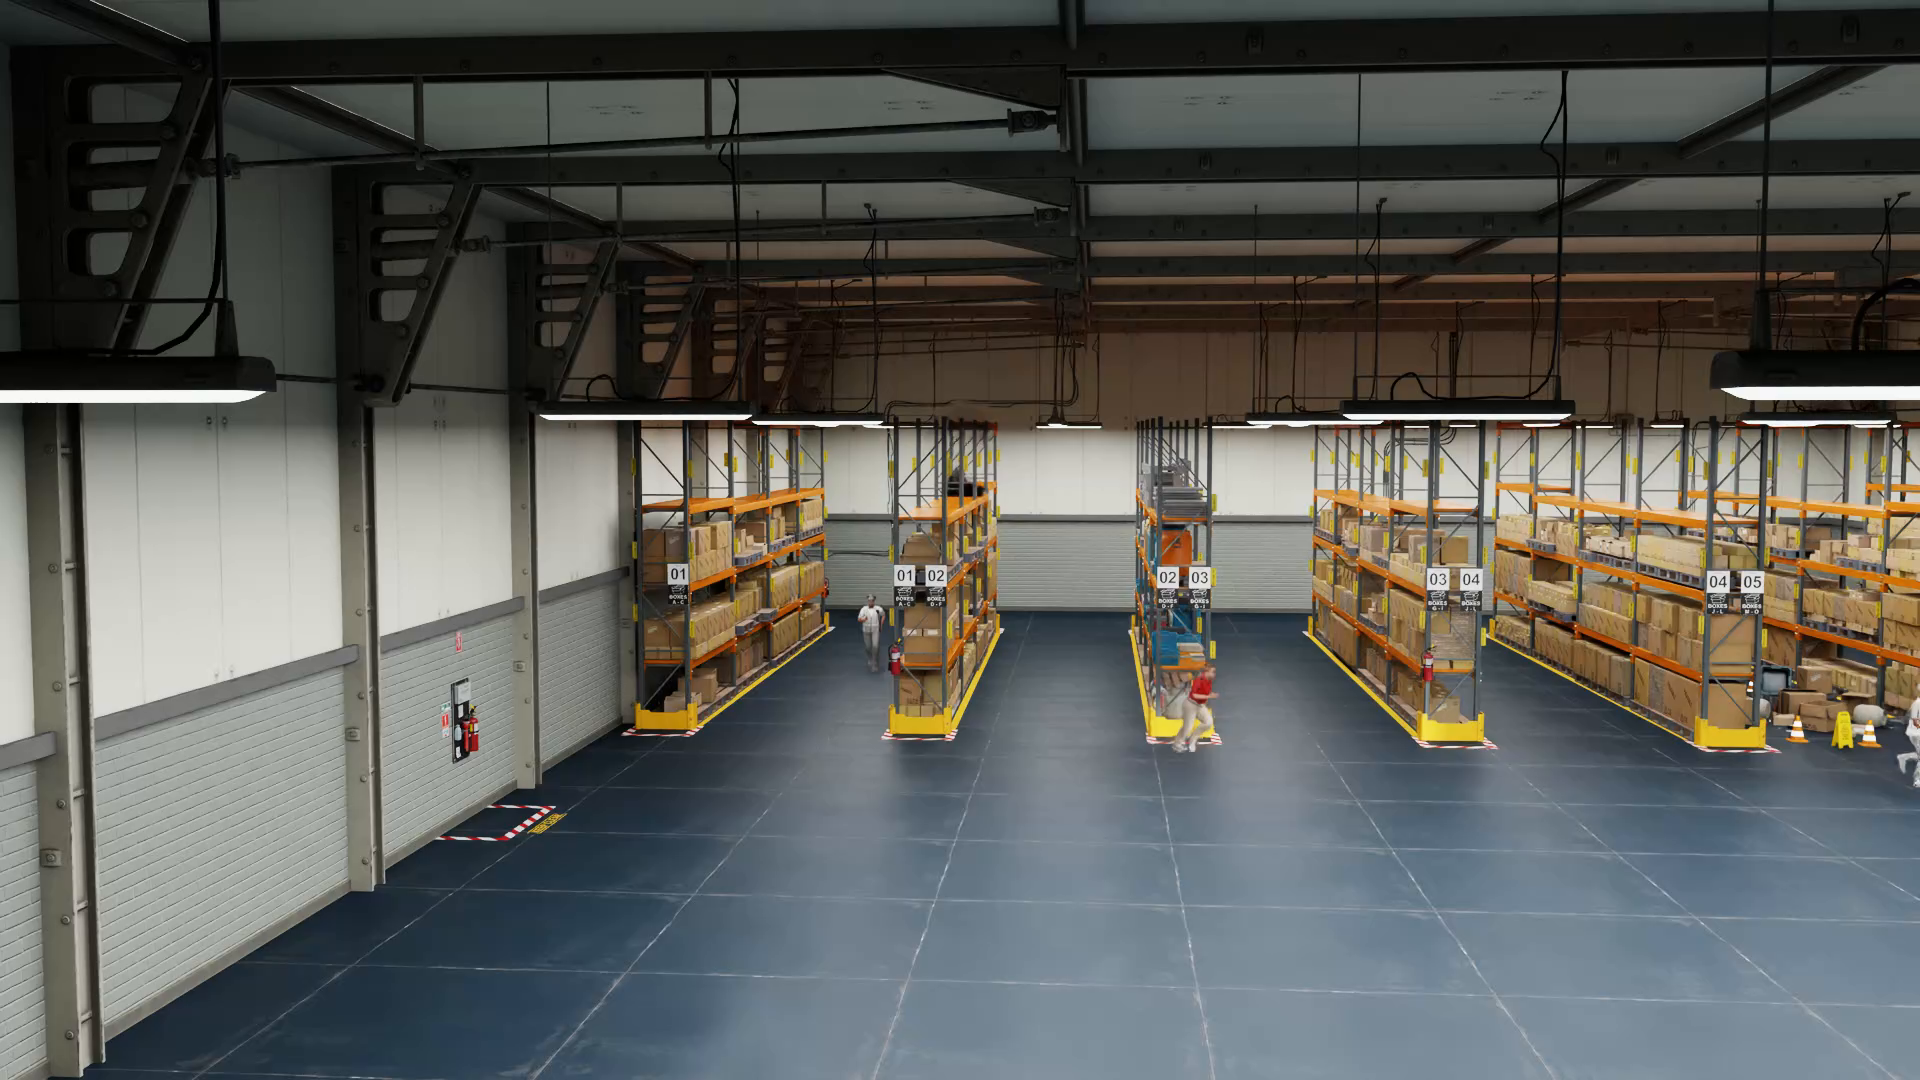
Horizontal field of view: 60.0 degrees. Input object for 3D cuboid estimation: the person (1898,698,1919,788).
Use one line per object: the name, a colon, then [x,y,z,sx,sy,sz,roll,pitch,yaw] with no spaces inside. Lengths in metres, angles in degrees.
person: [15.423,3.132,26.668,0.728,1.729,0.699,-3,5,-43]

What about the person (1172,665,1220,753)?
person: [4.241,2.992,29.556,0.954,1.607,0.693,3,5,39]

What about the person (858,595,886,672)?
person: [-2.128,2.226,39.981,0.642,1.834,0.763,0,4,2]
